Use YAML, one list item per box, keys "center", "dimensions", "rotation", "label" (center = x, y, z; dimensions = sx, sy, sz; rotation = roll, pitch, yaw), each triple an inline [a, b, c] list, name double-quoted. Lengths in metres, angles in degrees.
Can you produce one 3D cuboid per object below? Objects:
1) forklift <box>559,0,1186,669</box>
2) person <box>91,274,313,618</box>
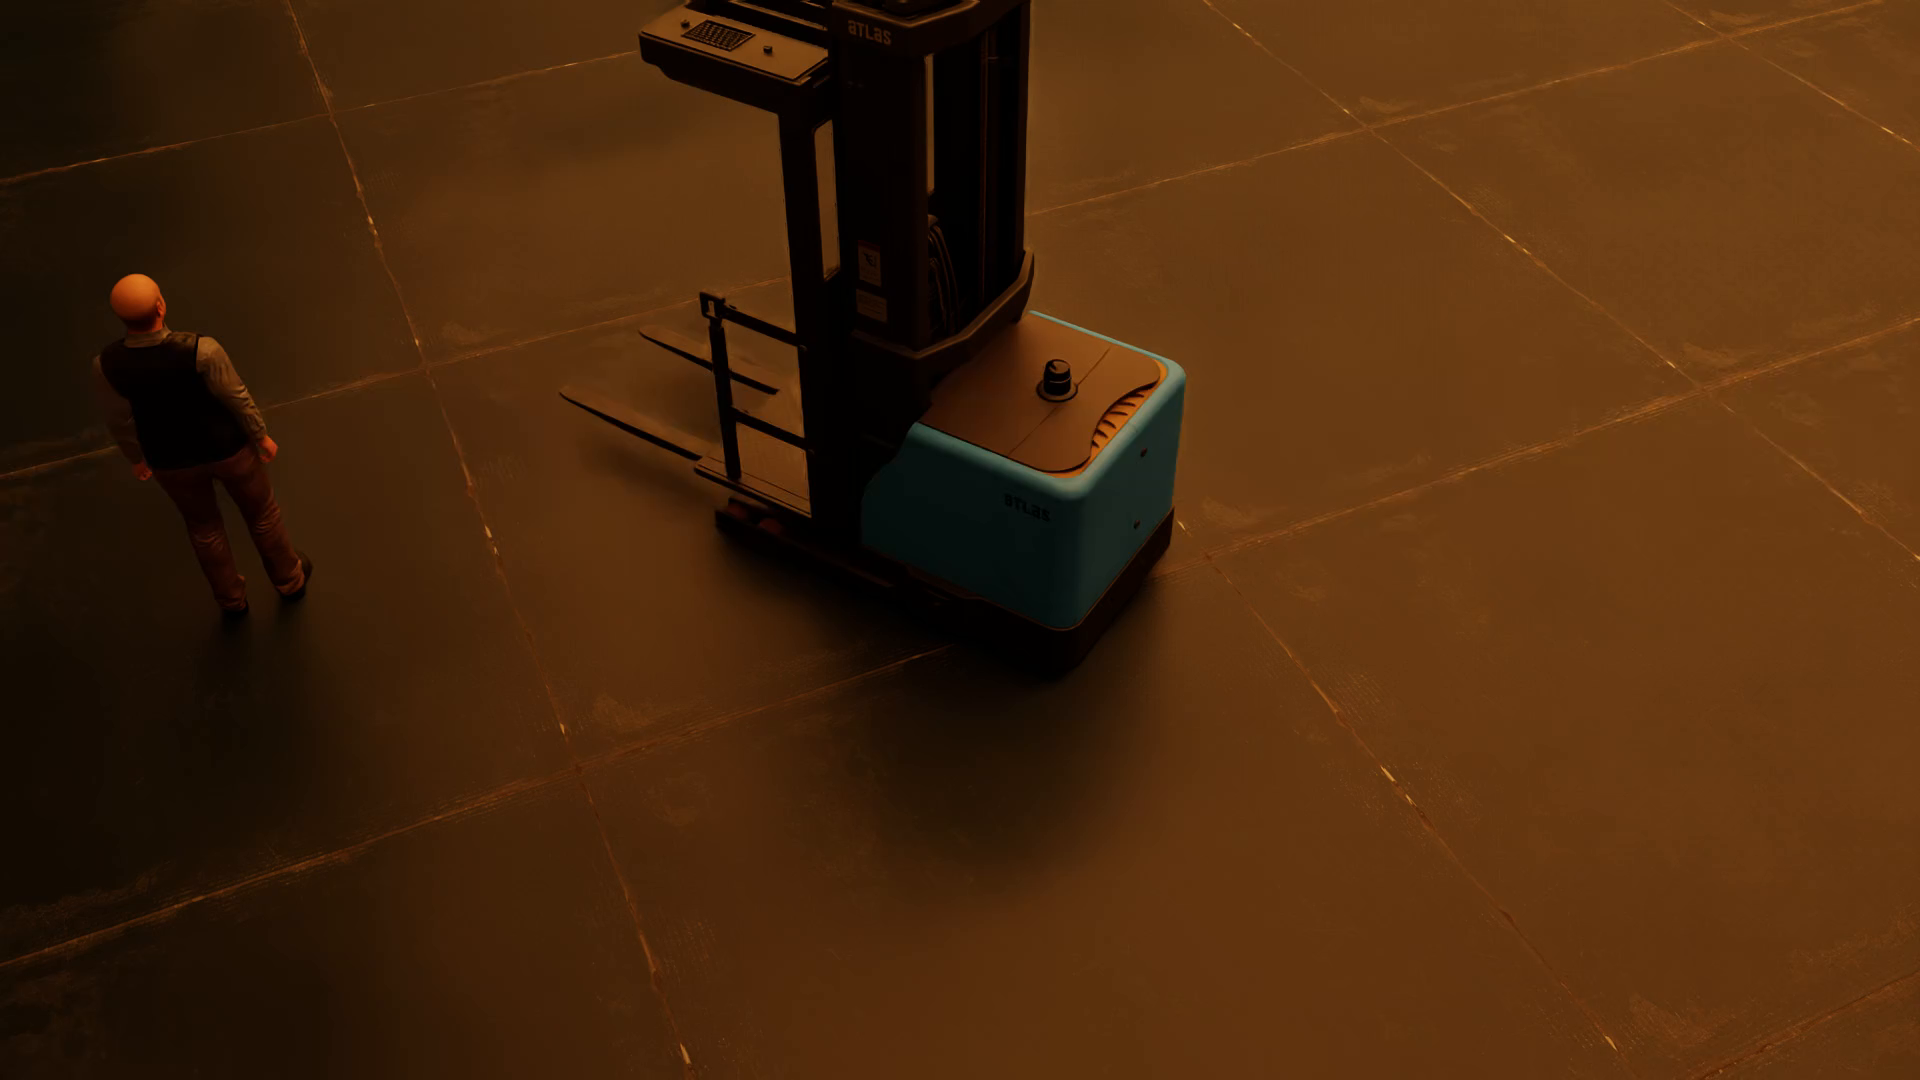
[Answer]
- center: [-0.546, -1.290, 7.062]
  dimensions: [3.031, 2.935, 1.130]
  rotation: [23, 48, 23]
  label: "forklift"
- center: [-3.182, -0.391, 6.987]
  dimensions: [0.580, 1.725, 0.387]
  rotation: [-11, 44, -12]
  label: "person"
